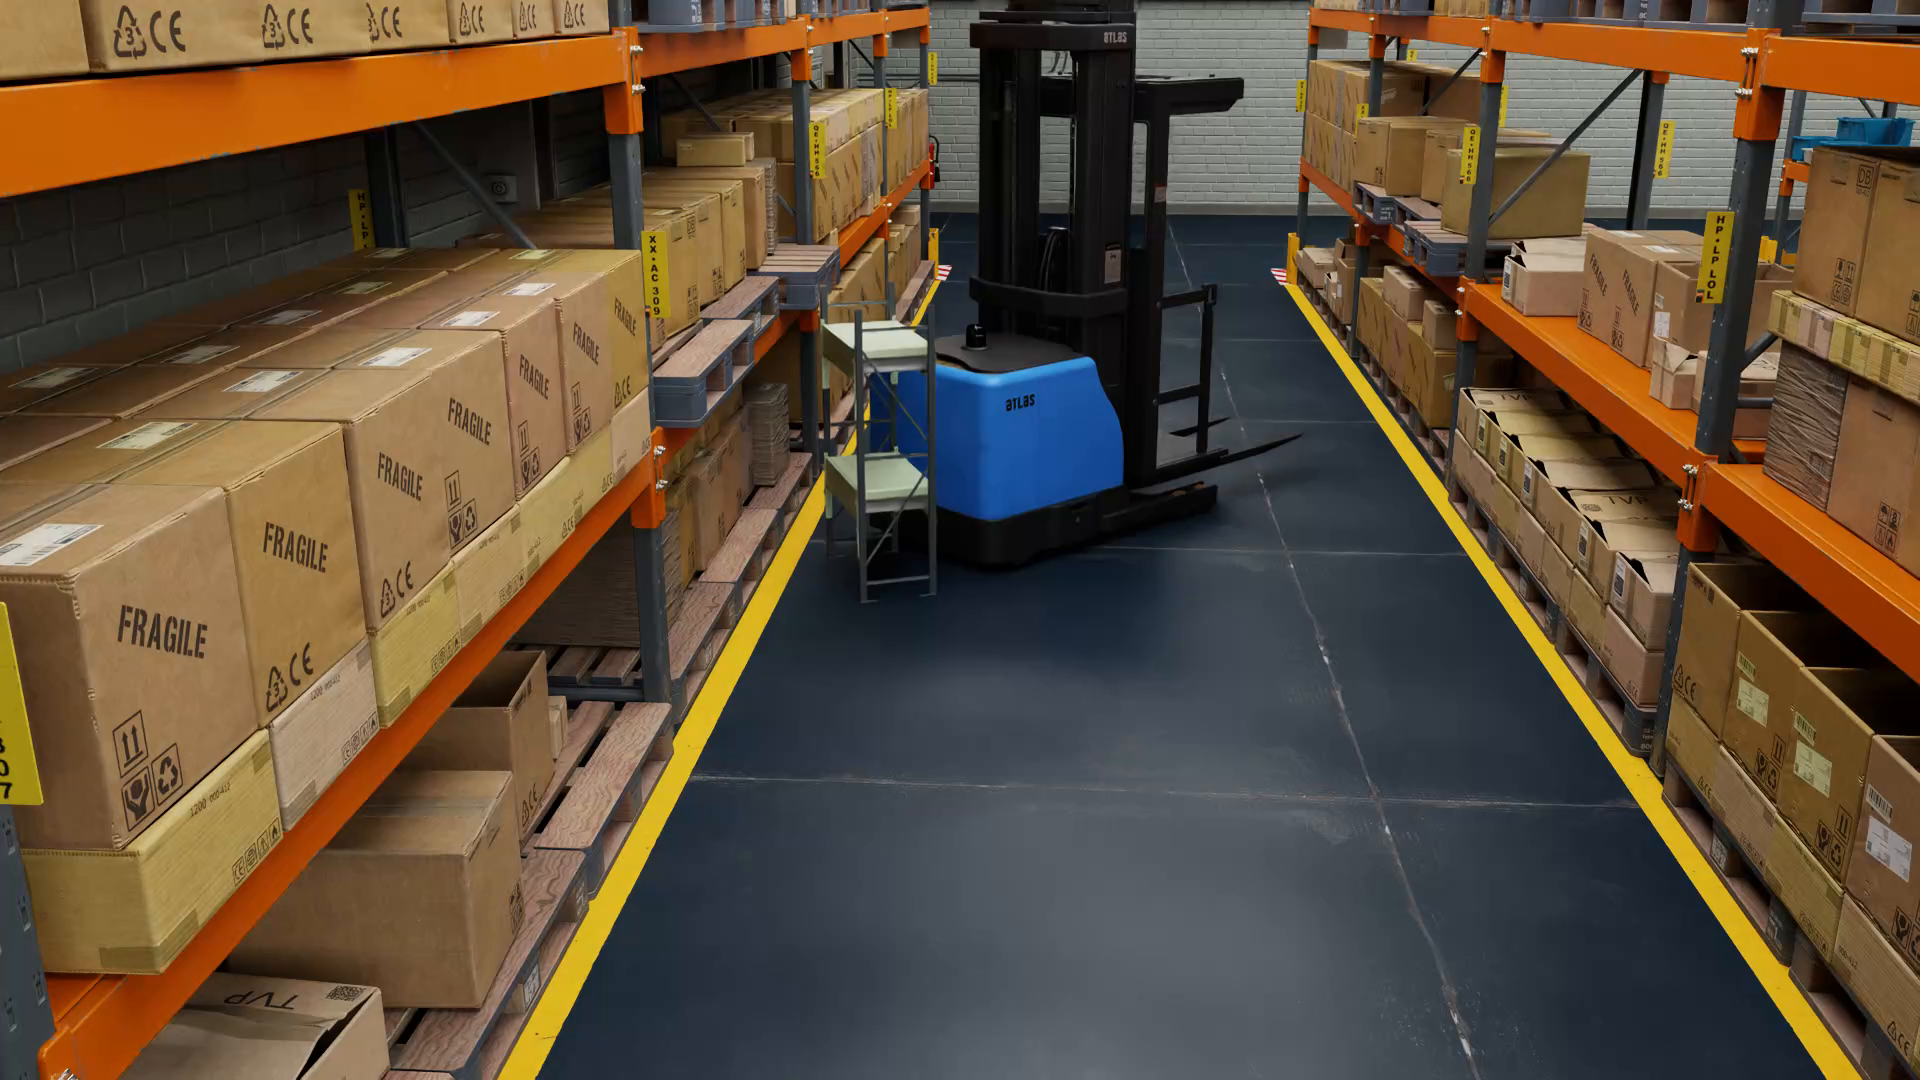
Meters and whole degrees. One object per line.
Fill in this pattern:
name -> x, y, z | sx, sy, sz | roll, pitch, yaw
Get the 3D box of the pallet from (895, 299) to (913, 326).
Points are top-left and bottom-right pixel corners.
pallet -> -0.986, -1.992, 15.164 | 1.003, 0.211, 1.213 | 1, 18, 4

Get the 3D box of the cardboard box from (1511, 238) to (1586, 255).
cardboard box -> 3.466, -1.577, 9.561 | 0.500, 0.311, 0.500 | 2, 18, 7

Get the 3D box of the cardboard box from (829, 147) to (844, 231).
cardboard box -> -1.068, -2.347, 11.097 | 0.500, 0.500, 0.500 | 2, 18, 6

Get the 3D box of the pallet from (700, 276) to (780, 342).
pallet -> -1.506, -1.134, 8.374 | 1.003, 0.211, 1.213 | 1, 18, 4

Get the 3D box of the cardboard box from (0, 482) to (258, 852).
cardboard box -> -1.645, 0.208, 2.976 | 0.500, 0.500, 0.500 | 1, 18, 4

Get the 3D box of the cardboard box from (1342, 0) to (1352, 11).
cardboard box -> 3.666, -4.795, 14.664 | 0.500, 0.250, 0.500 | 1, 18, 4

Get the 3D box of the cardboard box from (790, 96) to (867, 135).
cardboard box -> -0.980, -3.170, 12.405 | 0.500, 0.250, 0.500 | 2, 18, 5

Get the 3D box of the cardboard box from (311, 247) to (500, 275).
cardboard box -> -1.934, -0.752, 5.904 | 0.500, 0.500, 0.500 | 1, 18, 3

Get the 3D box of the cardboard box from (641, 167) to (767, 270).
cardboard box -> -1.442, -1.777, 9.161 | 0.700, 0.500, 0.500 | 0, 18, -1

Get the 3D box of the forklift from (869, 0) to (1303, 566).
forklift -> 0.900, -1.625, 9.674 | 3.031, 2.935, 1.130 | -16, 24, -41

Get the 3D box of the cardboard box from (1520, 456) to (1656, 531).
cardboard box -> 3.101, -0.253, 8.219 | 0.500, 0.311, 0.500 | 1, 18, 3

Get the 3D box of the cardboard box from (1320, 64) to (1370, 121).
cardboard box -> 3.744, -4.289, 15.928 | 0.500, 0.500, 0.500 | 2, 18, 5

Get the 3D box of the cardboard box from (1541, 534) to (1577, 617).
cardboard box -> 3.064, 0.167, 7.838 | 0.500, 0.250, 0.500 | 2, 18, 5

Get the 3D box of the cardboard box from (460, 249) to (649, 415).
cardboard box -> -1.417, -0.739, 5.866 | 0.500, 0.500, 0.500 | 1, 18, 4

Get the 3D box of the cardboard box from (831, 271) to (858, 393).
cardboard box -> -1.152, -1.516, 12.010 | 0.750, 0.750, 0.750 | 1, 18, 4

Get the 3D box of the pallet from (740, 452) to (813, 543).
pallet -> -1.463, -0.273, 9.917 | 1.003, 0.211, 1.213 | 1, 18, 4

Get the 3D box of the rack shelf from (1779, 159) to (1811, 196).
rack shelf -> 8.907, -3.141, 15.347 | 1.077, 0.370, 4.000 | 1, 18, 4

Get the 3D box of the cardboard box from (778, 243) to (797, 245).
cardboard box -> -1.151, -1.828, 10.555 | 0.380, 0.149, 0.250 | 1, 18, 3

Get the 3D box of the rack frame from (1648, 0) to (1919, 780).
rack frame -> 3.249, -0.489, 6.098 | 1.000, 3.000, 0.127 | 1, 18, 4

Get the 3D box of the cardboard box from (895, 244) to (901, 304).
cardboard box -> -0.923, -2.481, 15.516 | 0.700, 0.500, 0.500 | 1, 18, 3

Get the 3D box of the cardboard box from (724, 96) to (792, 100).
cardboard box -> -1.473, -3.182, 12.443 | 0.500, 0.250, 0.500 | 1, 18, 2

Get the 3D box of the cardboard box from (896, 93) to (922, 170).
cardboard box -> -0.899, -4.083, 16.585 | 0.980, 0.700, 0.700 | 1, 18, 3

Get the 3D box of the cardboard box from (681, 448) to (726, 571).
cardboard box -> -1.592, -0.168, 8.425 | 0.700, 0.500, 0.500 | 1, 18, 5

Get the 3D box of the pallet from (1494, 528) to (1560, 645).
pallet -> 3.348, 0.227, 8.393 | 1.003, 0.211, 1.213 | 1, 18, 4

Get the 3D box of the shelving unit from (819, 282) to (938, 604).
shelving unit -> -0.426, -0.519, 8.597 | 0.431, 1.500, 0.755 | -6, 19, -17

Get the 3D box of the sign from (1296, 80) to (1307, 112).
sign -> 3.568, -4.639, 17.374 | 0.100, 0.325, 0.005 | 1, 18, 4

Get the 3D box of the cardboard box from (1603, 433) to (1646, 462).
cardboard box -> 3.674, -0.404, 8.680 | 0.500, 0.311, 0.500 | 1, 18, 4

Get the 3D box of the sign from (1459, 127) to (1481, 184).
sign -> 2.994, -2.253, 9.749 | 0.100, 0.325, 0.005 | 1, 18, 4

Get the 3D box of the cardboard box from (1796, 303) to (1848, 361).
cardboard box -> 3.019, -0.688, 5.502 | 0.380, 0.149, 0.250 | 2, 18, 5

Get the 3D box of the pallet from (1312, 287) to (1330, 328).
pallet -> 3.958, -2.242, 15.925 | 1.003, 0.211, 1.213 | 1, 18, 4

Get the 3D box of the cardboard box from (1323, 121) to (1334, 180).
cardboard box -> 3.707, -3.660, 15.615 | 0.500, 0.500, 0.500 | 2, 18, 5

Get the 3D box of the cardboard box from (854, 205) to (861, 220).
cardboard box -> -0.962, -2.546, 12.746 | 0.380, 0.149, 0.250 | 1, 18, 4

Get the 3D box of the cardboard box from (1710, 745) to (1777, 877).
cardboard box -> 2.873, 0.911, 5.568 | 0.500, 0.250, 0.500 | 1, 18, 4

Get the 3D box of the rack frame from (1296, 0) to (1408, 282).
rack frame -> 4.110, -4.216, 17.472 | 1.000, 3.000, 0.127 | 1, 18, 4

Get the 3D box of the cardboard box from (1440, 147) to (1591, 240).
cardboard box -> 3.469, -2.176, 10.413 | 0.700, 0.500, 0.500 | -5, 19, -15

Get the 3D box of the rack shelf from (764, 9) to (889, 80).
rack shelf -> -1.262, -3.545, 11.764 | 1.077, 0.370, 4.000 | 1, 18, 4

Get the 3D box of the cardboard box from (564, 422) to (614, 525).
cardboard box -> -1.467, -0.228, 5.511 | 0.500, 0.250, 0.500 | 1, 18, 4

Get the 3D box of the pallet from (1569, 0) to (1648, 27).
pallet -> 3.499, -2.507, 7.742 | 1.003, 0.211, 1.213 | 2, 18, 6

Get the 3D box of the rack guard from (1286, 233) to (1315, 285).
rack guard -> 4.104, -3.004, 17.789 | 1.175, 0.500, 0.348 | 1, 18, 4

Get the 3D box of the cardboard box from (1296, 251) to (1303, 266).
cardboard box -> 3.737, -2.948, 17.474 | 0.380, 0.149, 0.250 | 1, 18, 4

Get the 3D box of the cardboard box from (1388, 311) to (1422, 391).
cardboard box -> 3.438, -1.372, 12.101 | 0.500, 0.500, 0.500 | 1, 18, 2

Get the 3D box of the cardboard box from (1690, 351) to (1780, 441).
cardboard box -> 3.241, -0.572, 6.591 | 0.500, 0.250, 0.500 | 2, 18, 7

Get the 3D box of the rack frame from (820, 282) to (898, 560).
rack frame -> -0.536, -0.627, 8.929 | 0.400, 1.500, 0.023 | -6, 19, -17

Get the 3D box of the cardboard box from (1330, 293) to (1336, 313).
cardboard box -> 3.548, -2.129, 14.975 | 0.380, 0.149, 0.250 | 1, 18, 4

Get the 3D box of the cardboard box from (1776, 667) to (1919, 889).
cardboard box -> 2.832, 0.709, 4.978 | 0.500, 0.500, 0.500 | 1, 18, 4

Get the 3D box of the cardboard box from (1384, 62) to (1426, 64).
cardboard box -> 4.317, -4.437, 16.381 | 0.500, 0.500, 0.500 | 2, 18, 5

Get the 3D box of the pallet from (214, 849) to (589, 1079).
pallet -> -1.790, 1.316, 5.068 | 1.003, 0.211, 1.213 | 1, 18, 4

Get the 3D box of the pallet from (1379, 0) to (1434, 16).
pallet -> 3.635, -3.787, 11.646 | 1.213, 0.211, 1.003 | 1, 18, 4

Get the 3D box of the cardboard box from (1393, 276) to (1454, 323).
cardboard box -> 3.438, -1.740, 12.019 | 0.500, 0.250, 0.500 | 1, 18, 3

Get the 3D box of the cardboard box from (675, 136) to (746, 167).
cardboard box -> -1.408, -2.197, 9.403 | 0.380, 0.149, 0.250 | -2, 18, -5

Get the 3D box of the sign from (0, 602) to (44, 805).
sign -> -1.437, 0.245, 2.469 | 0.100, 0.325, 0.005 | 1, 18, 4

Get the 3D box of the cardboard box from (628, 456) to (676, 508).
cardboard box -> -1.628, -0.342, 7.752 | 0.500, 0.250, 0.500 | 1, 18, 3

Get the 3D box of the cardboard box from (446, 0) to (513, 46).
cardboard box -> -1.532, -1.589, 4.444 | 0.500, 0.500, 0.500 | 1, 18, 2
